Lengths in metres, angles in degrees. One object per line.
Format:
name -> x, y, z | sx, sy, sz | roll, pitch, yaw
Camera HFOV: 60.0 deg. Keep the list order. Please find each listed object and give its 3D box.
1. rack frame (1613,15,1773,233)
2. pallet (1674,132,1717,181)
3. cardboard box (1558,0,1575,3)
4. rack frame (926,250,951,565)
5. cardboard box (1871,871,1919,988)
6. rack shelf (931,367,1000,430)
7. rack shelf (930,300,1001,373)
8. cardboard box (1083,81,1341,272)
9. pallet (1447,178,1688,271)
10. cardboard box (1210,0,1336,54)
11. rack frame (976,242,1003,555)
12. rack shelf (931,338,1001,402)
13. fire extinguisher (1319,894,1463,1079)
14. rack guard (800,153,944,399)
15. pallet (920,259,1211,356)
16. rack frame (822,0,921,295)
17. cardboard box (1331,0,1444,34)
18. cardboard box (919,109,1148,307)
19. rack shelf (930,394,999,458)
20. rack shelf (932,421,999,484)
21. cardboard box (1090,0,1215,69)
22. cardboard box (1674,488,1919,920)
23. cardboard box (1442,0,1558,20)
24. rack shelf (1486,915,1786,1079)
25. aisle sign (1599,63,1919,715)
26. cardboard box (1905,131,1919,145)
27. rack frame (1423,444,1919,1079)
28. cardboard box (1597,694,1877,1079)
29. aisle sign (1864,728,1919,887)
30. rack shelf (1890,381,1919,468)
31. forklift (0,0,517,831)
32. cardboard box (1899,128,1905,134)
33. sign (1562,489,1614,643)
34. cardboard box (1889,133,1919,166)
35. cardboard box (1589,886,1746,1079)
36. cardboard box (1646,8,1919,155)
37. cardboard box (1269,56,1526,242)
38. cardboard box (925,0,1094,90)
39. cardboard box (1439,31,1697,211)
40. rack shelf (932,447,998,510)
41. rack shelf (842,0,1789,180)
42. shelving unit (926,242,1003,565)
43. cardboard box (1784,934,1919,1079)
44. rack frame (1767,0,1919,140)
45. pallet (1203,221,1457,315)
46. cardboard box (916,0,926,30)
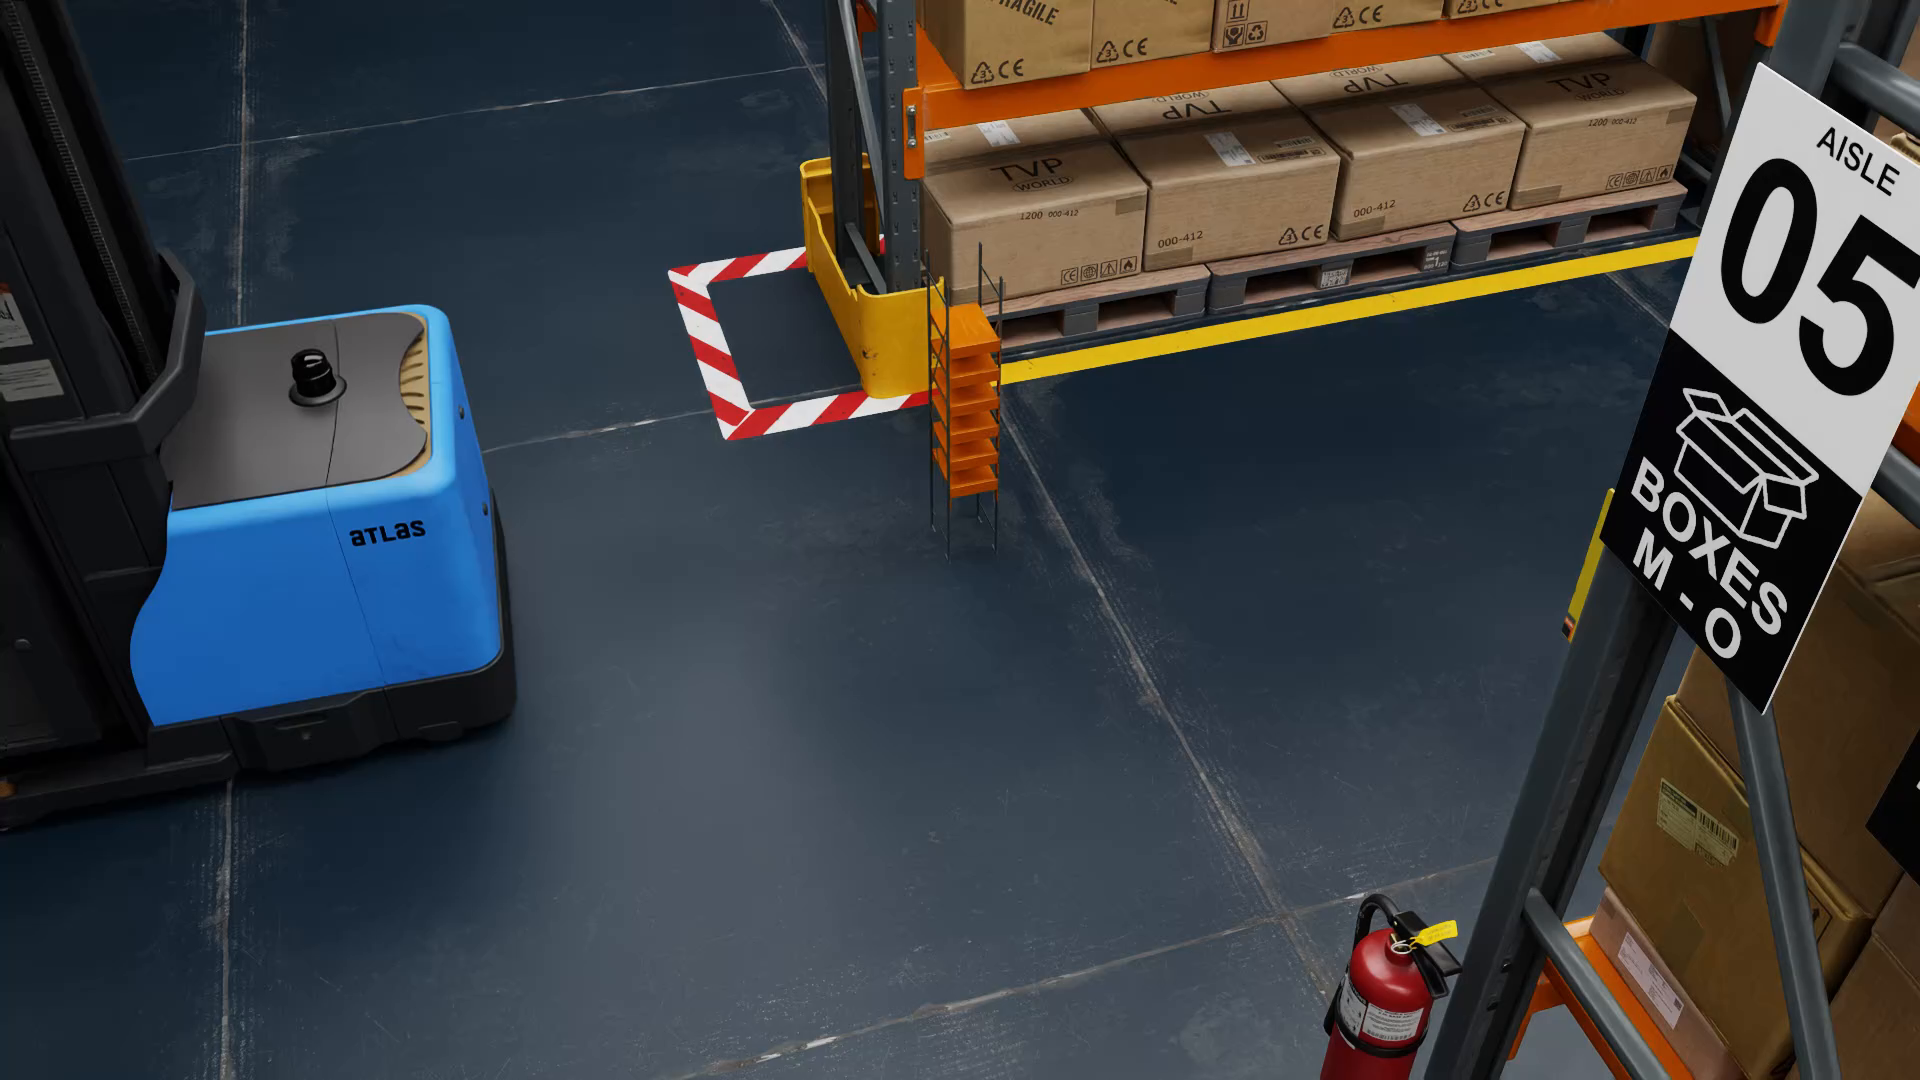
rack frame -> 3.450, -2.901, 7.290 | 0.127, 3.000, 1.000 | -12, 42, -13
pallet -> 4.163, -2.050, 8.436 | 1.213, 0.211, 1.003 | -12, 42, -13
cardboard box -> 2.595, -2.581, 6.849 | 0.500, 0.500, 0.500 | -13, 43, -14
rack frame -> -0.073, -0.437, 5.838 | 0.006, 1.200, 0.240 | -12, 42, -13
cardboard box -> 1.726, 0.528, 2.304 | 0.500, 0.500, 0.500 | -12, 43, -13
rack shelf -> 0.014, -0.512, 5.809 | 0.180, 0.103, 0.258 | -12, 42, -13
rack shelf -> 0.014, -0.692, 5.651 | 0.180, 0.103, 0.258 | -12, 42, -13
cardboard box -> 1.105, -1.683, 7.524 | 0.875, 0.438, 0.875 | -11, 42, -12
pallet -> 2.701, -1.749, 8.092 | 1.213, 0.211, 1.003 | -12, 42, -13
cardboard box -> 1.144, -2.269, 6.492 | 0.500, 0.500, 0.500 | -12, 43, -13
rack frame -> 0.101, -0.473, 5.879 | 0.006, 1.200, 0.240 | -12, 42, -13
rack shelf -> 0.014, -0.602, 5.730 | 0.180, 0.103, 0.258 | -12, 42, -13
fire extinguisher -> 0.839, 0.906, 3.275 | 0.183, 0.674, 0.296 | -12, 42, -13
rack guard -> -0.388, -1.164, 7.202 | 0.348, 0.500, 1.175 | -12, 42, -13
pallet -> 0.374, -1.267, 7.540 | 1.213, 0.211, 1.003 | -12, 42, -13
rack frame -> -0.365, -2.110, 6.385 | 0.127, 3.000, 1.000 | -12, 42, -13
cardboard box -> 1.616, -2.379, 6.617 | 0.500, 0.500, 0.500 | -10, 42, -12
cardboard box -> 0.234, -1.497, 7.311 | 0.875, 0.438, 0.875 | -13, 43, -15
rack shelf -> 0.014, -0.421, 5.888 | 0.180, 0.103, 0.258 | -12, 42, -13
rack shelf -> 0.014, -0.331, 5.967 | 0.180, 0.103, 0.258 | -12, 42, -13
cardboard box -> 0.653, -2.180, 6.389 | 0.500, 0.500, 0.500 | -12, 43, -14
cardboard box -> 1.580, 0.203, 2.675 | 0.500, 0.500, 0.500 | -13, 43, -14
cardboard box -> 2.120, -2.473, 6.724 | 0.500, 0.500, 0.500 | -12, 43, -14
rack shelf -> 3.126, 0.852, 3.542 | 4.000, 0.370, 1.077 | -12, 42, -13
aisle sign -> 1.058, -0.177, 2.196 | 0.004, 0.787, 0.394 | -12, 42, -13
cardboard box -> 1.581, -0.536, 2.038 | 0.500, 0.250, 0.500 | -13, 43, -14
rack frame -> 1.218, 0.976, 2.853 | 0.127, 3.000, 1.000 | -12, 42, -13
cardboard box -> 1.569, 0.576, 3.008 | 0.500, 0.500, 0.500 | -11, 42, -12
aisle sign -> 1.239, 0.200, 1.765 | 0.004, 0.787, 0.394 | -12, 42, -13
rack shelf -> 3.126, -0.278, 2.555 | 4.000, 0.370, 1.077 | -12, 42, -13
forklift -> -3.048, -0.545, 4.646 | 3.031, 2.935, 1.130 | -10, 42, -11
cardboard box -> 4.877, -2.615, 8.259 | 0.875, 0.875, 0.875 | -11, 42, -12
sign -> 1.071, 0.069, 2.771 | 0.005, 0.325, 0.100 | -12, 42, -13
cardboard box -> 1.573, -0.353, 2.208 | 0.500, 0.250, 0.500 | -13, 43, -14
cardboard box -> 1.444, 0.829, 3.212 | 0.250, 0.149, 0.380 | -12, 42, -13
cardboard box -> 4.017, -2.431, 8.049 | 0.875, 0.875, 0.875 | -10, 42, -12
cardboard box -> 1.965, -1.860, 7.727 | 0.875, 0.438, 0.875 | -13, 43, -14
cardboard box -> 0.179, -2.063, 6.255 | 0.500, 0.500, 0.500 | -12, 43, -13
cardboard box -> 2.819, -2.037, 7.930 | 0.875, 0.438, 0.875 | -12, 43, -14
rack shelf -> 0.014, -0.241, 6.046 | 0.180, 0.103, 0.258 | -12, 42, -13
rack shelf -> 1.542, -2.235, 7.075 | 4.000, 0.370, 1.077 | -12, 42, -13
shelving unit -> 0.014, -0.455, 5.859 | 0.189, 1.200, 0.258 | -12, 42, -13
cardboard box -> 1.729, 0.911, 2.625 | 0.500, 0.500, 0.500 | -10, 42, -11
rack frame -> 1.218, -1.283, 0.879 | 0.127, 3.000, 1.000 | -12, 42, -13
pallet -> 1.536, -1.506, 7.813 | 1.213, 0.211, 1.003 | -12, 42, -13
cardboard box -> 0.015, -2.409, 6.652 | 0.500, 0.500, 0.500 | -11, 42, -13
